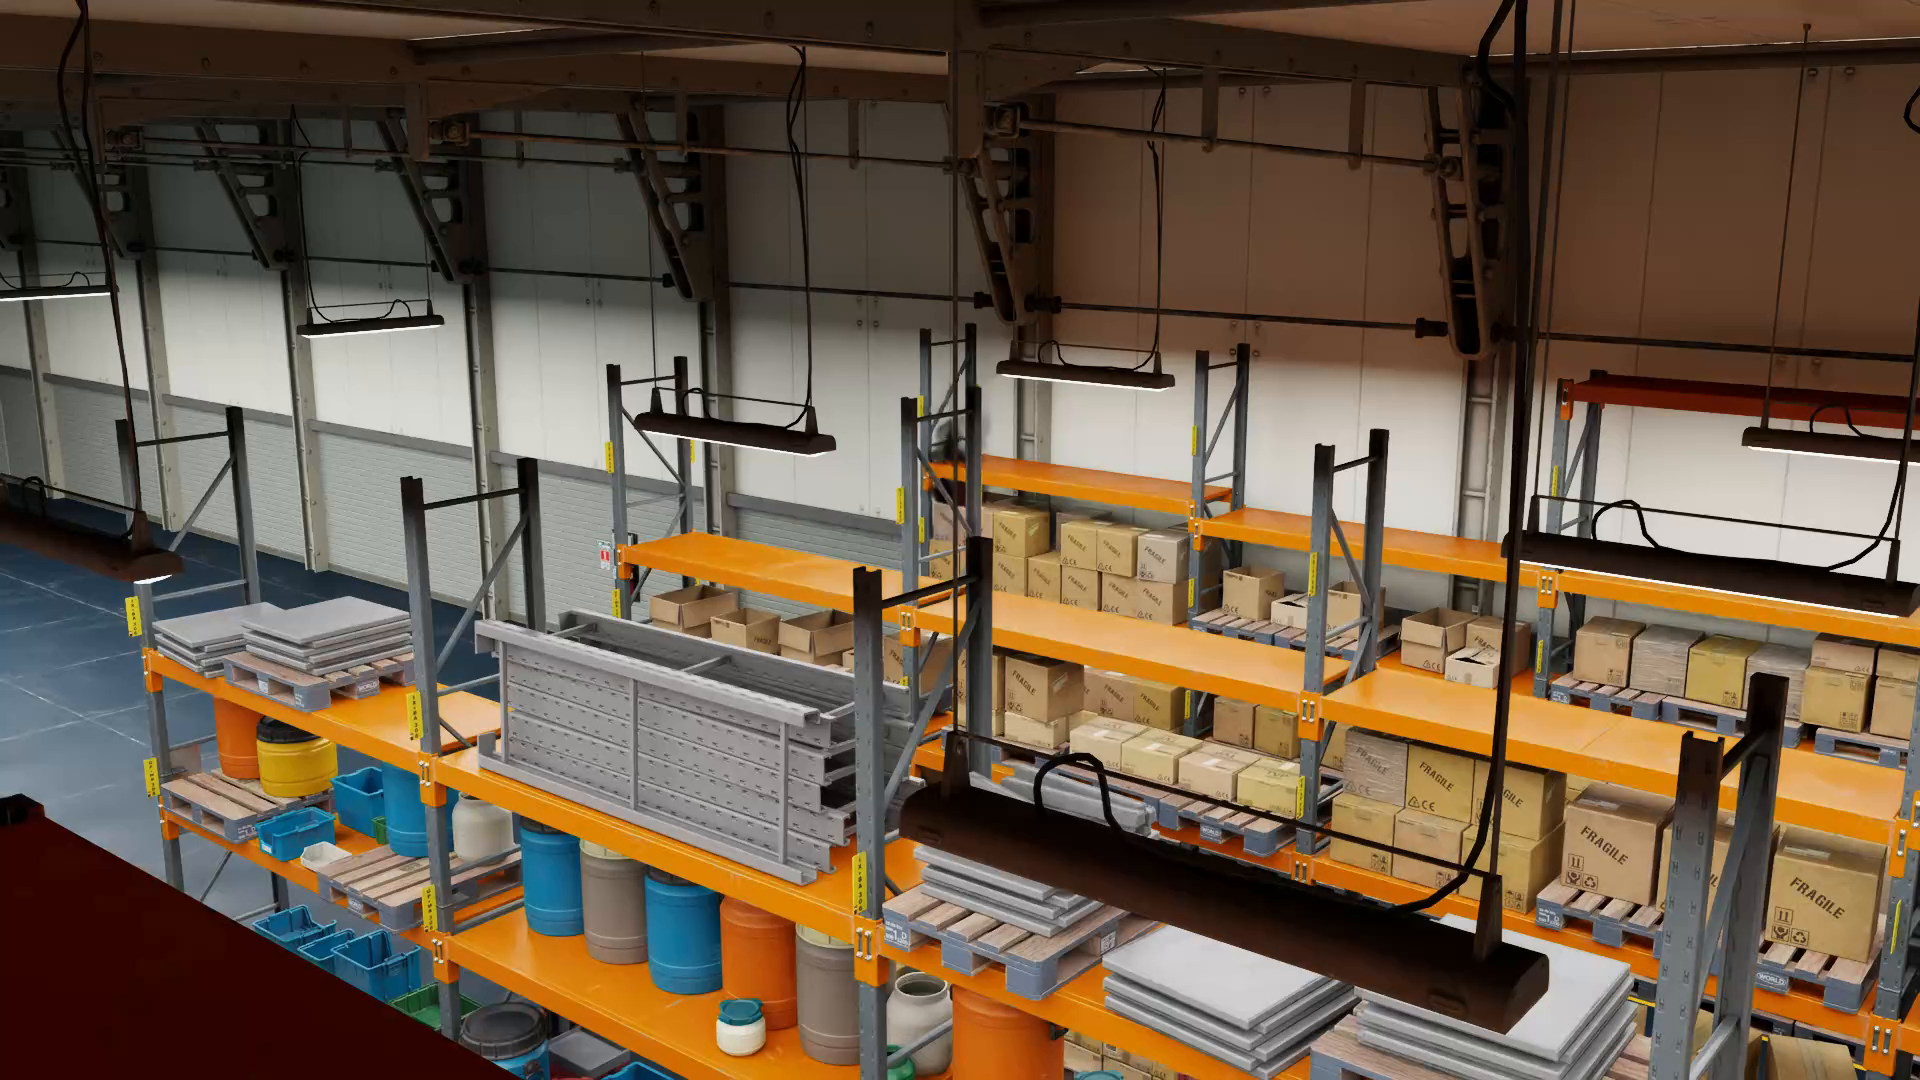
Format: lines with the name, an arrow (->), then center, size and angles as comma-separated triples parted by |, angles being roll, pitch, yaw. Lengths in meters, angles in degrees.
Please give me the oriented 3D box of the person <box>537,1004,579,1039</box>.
person -> -3.483, 4.053, 14.425 | 0.638, 1.697, 0.657 | 10, 16, 38
